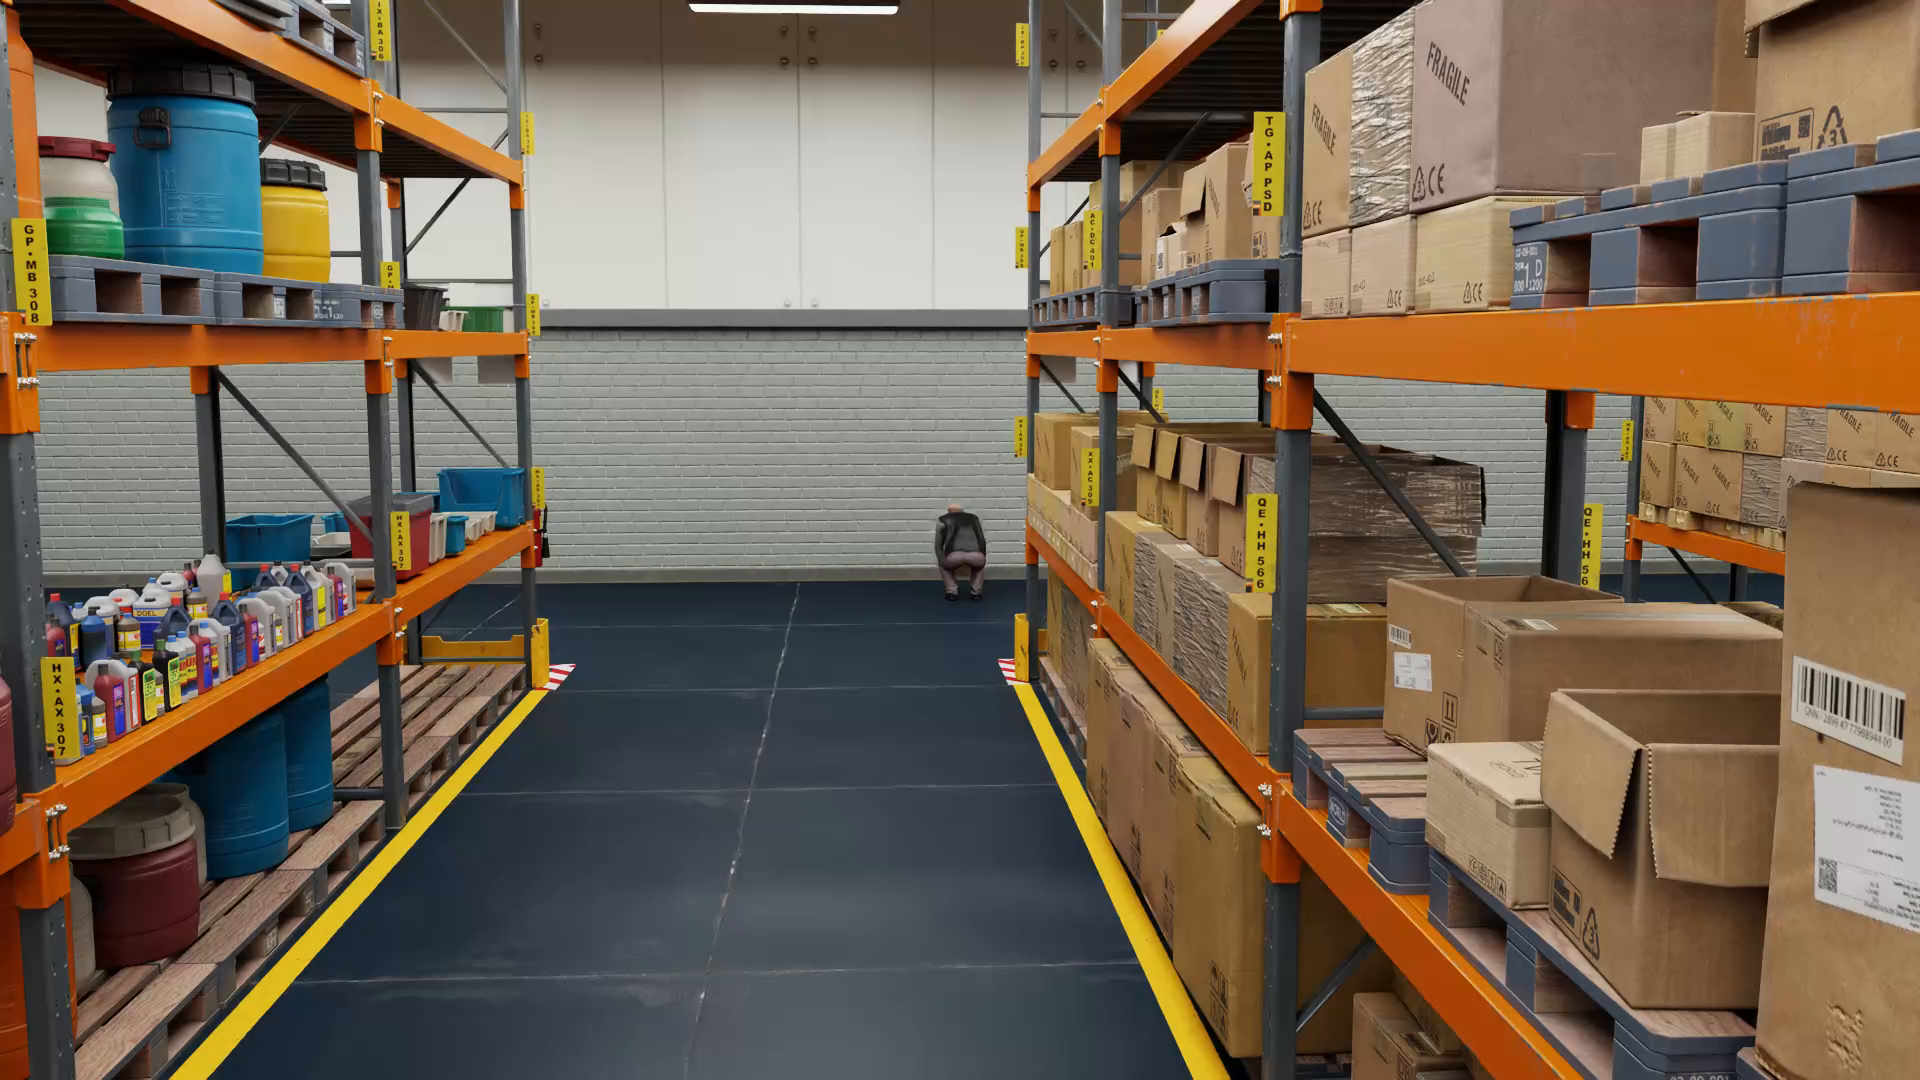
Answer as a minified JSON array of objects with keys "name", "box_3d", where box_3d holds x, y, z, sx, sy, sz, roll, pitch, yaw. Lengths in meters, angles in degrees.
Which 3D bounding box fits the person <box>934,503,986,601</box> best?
[{"name":"person","box_3d":[0.006,0.128,17.857,0.543,0.996,0.864,0,7,-4]}]
